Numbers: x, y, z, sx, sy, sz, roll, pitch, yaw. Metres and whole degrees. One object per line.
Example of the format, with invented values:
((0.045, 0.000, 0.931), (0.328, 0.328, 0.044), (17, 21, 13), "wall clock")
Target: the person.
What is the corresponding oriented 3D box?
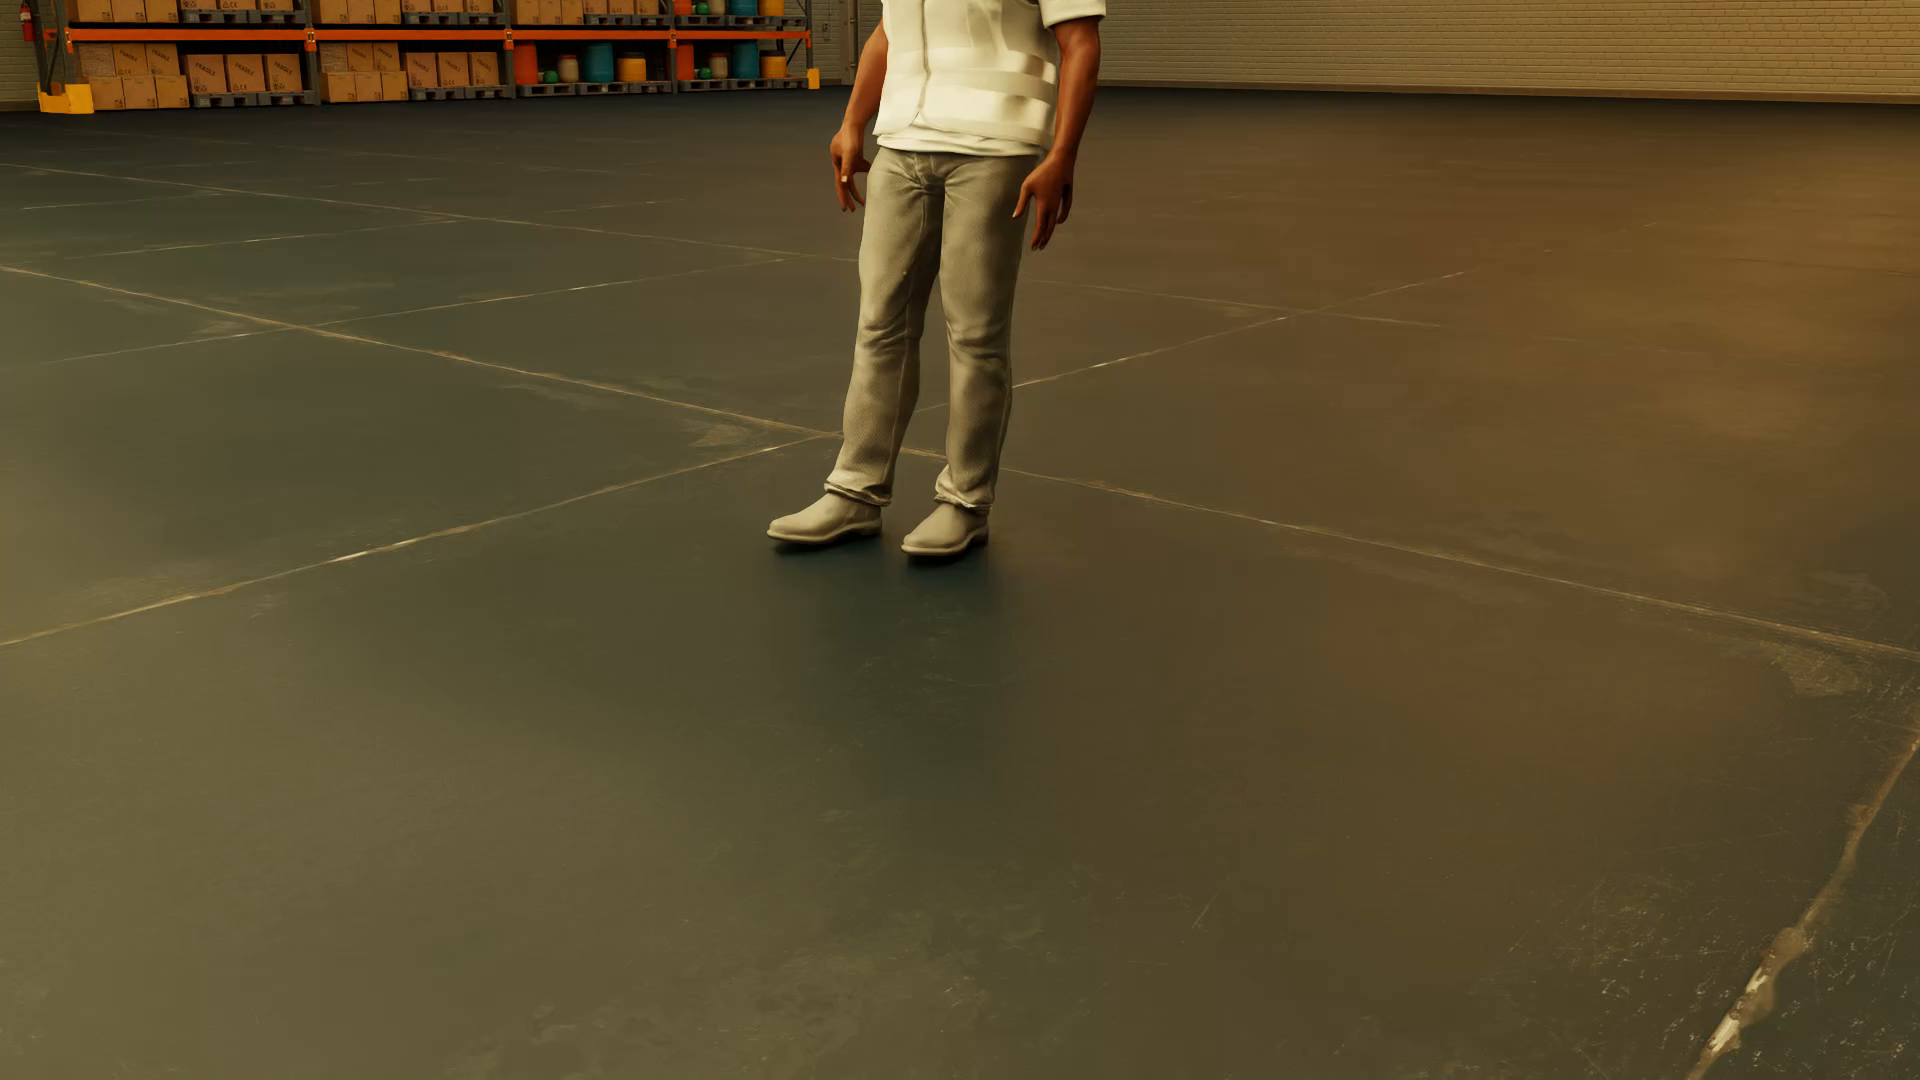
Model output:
((-0.049, -0.837, 3.635), (0.665, 1.768, 0.575), (13, 21, 37), "person")
